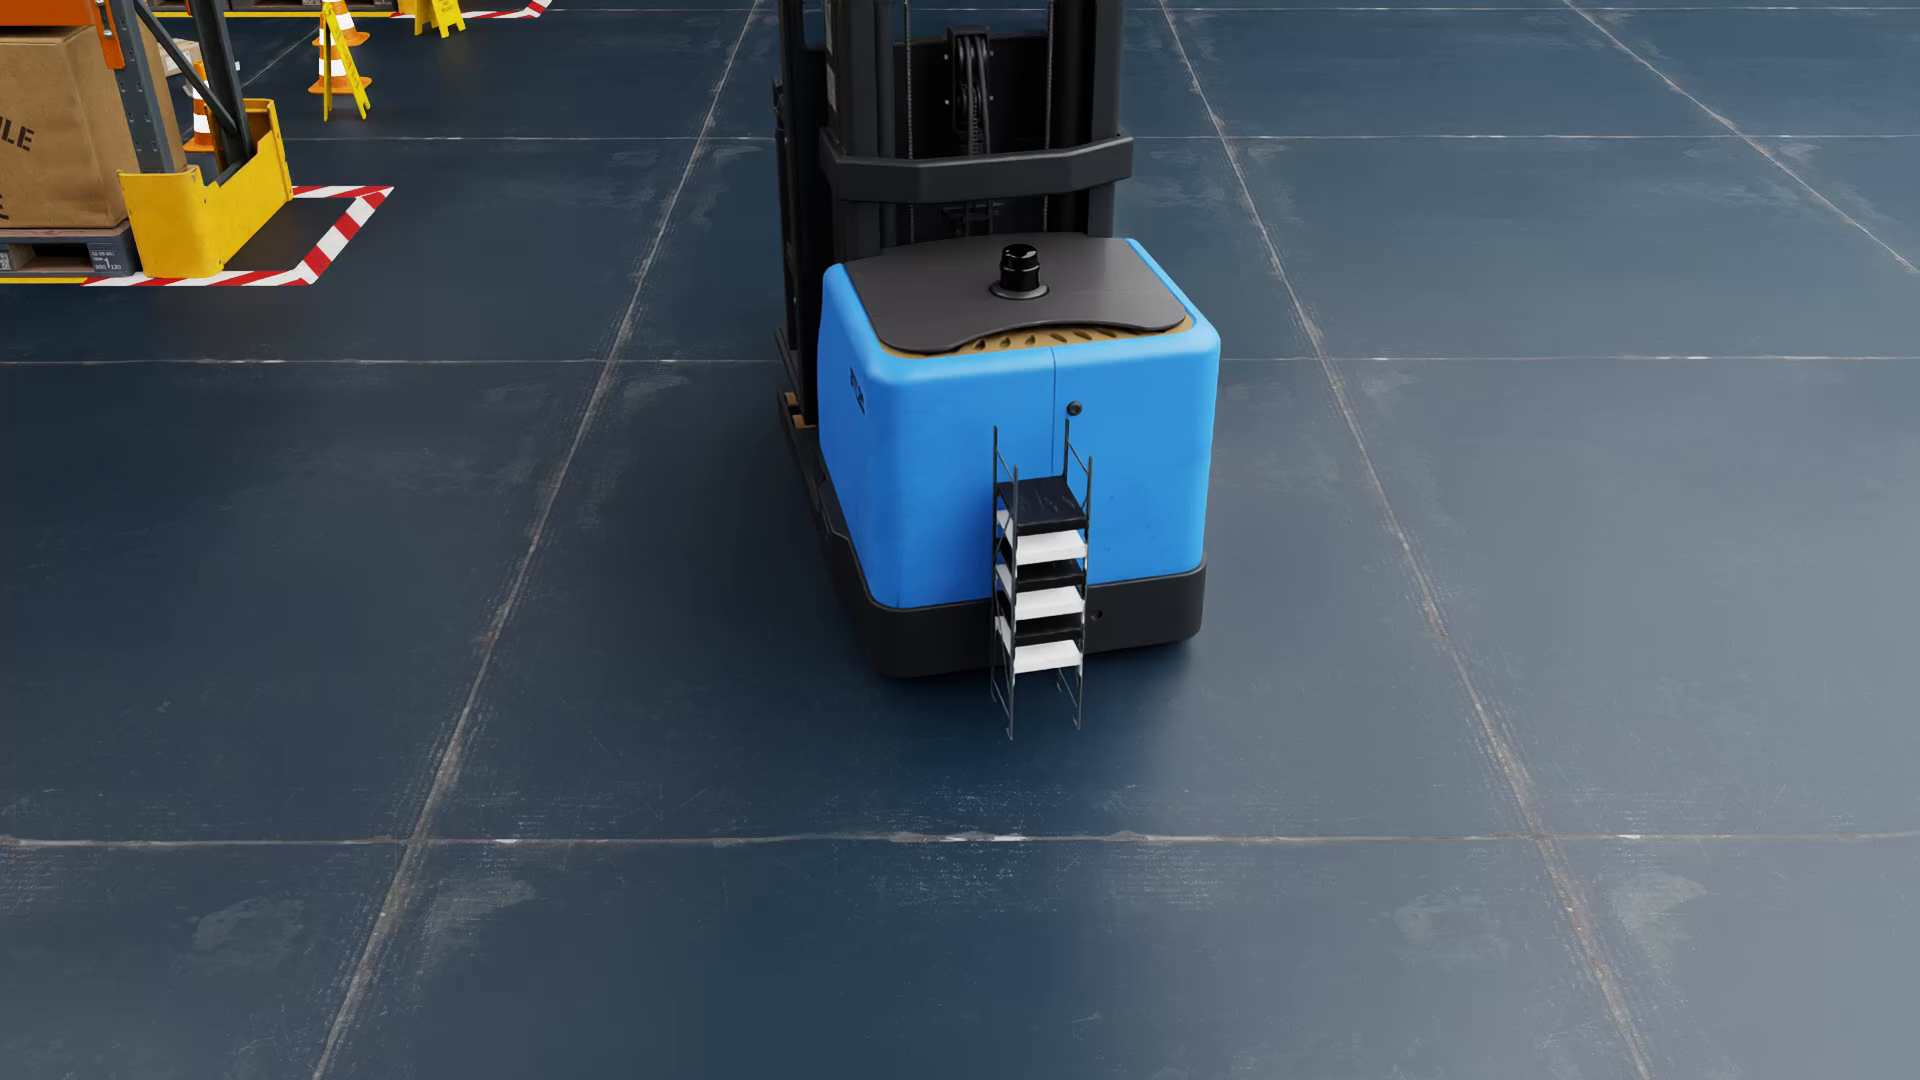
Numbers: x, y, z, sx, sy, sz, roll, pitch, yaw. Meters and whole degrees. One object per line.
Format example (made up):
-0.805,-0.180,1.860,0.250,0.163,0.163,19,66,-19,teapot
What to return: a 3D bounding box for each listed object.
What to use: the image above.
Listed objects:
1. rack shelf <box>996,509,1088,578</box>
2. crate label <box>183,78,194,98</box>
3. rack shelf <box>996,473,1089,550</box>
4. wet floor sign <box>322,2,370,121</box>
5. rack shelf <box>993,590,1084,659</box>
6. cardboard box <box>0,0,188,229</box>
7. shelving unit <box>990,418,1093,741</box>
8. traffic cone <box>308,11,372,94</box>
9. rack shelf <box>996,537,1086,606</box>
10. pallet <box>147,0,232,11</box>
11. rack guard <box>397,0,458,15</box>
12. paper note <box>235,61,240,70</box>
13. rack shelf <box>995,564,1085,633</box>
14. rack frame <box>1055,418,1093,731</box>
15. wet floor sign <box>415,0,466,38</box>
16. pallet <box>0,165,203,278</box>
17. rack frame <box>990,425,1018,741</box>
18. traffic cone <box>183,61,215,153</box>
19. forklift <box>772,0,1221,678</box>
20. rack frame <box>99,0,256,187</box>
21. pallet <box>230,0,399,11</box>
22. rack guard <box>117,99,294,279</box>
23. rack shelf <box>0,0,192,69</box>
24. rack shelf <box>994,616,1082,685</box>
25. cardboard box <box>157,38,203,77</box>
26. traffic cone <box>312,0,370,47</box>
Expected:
0.220,-0.004,4.605,0.200,0.077,0.258,-7,32,-11,rack shelf
-4.676,-2.871,10.349,0.298,0.136,0.250,-17,35,-26,crate label
0.220,-0.081,4.558,0.200,0.077,0.258,-7,32,-11,rack shelf
-3.667,-2.828,9.788,0.232,0.644,0.267,-5,32,-9,wet floor sign
0.220,0.226,4.746,0.200,0.077,0.258,-7,32,-11,rack shelf
-4.362,-2.042,7.867,0.875,0.875,0.875,0,31,0,cardboard box
0.220,0.121,4.682,0.210,0.900,0.258,-7,32,-11,shelving unit
-3.891,-3.045,10.322,0.334,0.463,0.336,0,31,0,traffic cone
0.220,0.073,4.652,0.200,0.077,0.258,-7,32,-11,rack shelf
-5.921,-4.195,12.461,1.213,0.211,1.003,0,31,0,pallet
-3.891,-4.305,12.364,0.348,0.500,1.175,0,31,0,rack guard
-4.748,-3.069,10.780,0.142,0.019,0.148,-11,33,-17,paper note
0.220,0.150,4.699,0.200,0.077,0.258,-7,32,-11,rack shelf
0.319,0.109,4.702,0.006,0.900,0.240,-7,32,-11,rack frame
-3.619,-3.813,11.413,0.232,0.644,0.267,10,33,17,wet floor sign
-4.483,-1.572,8.137,1.213,0.211,1.003,0,31,0,pallet
0.121,0.133,4.662,0.006,0.900,0.240,-7,32,-11,rack frame
-4.224,-2.457,9.354,0.334,0.463,0.336,0,31,0,traffic cone
-0.083,-1.596,5.555,1.130,2.935,3.031,-7,32,-11,forklift
-3.684,-2.807,7.485,0.127,3.000,1.000,0,31,0,rack frame
-4.704,-4.198,12.465,1.213,0.211,1.003,0,31,0,pallet
-3.660,-1.738,8.133,0.348,0.500,1.175,0,31,0,rack guard
-5.684,-2.493,7.661,4.000,0.370,1.077,0,31,0,rack shelf
0.220,0.303,4.793,0.200,0.077,0.258,-7,32,-11,rack shelf
-5.113,-3.104,10.722,0.250,0.149,0.380,16,35,25,cardboard box
-4.237,-3.619,11.269,0.334,0.463,0.336,0,31,0,traffic cone
